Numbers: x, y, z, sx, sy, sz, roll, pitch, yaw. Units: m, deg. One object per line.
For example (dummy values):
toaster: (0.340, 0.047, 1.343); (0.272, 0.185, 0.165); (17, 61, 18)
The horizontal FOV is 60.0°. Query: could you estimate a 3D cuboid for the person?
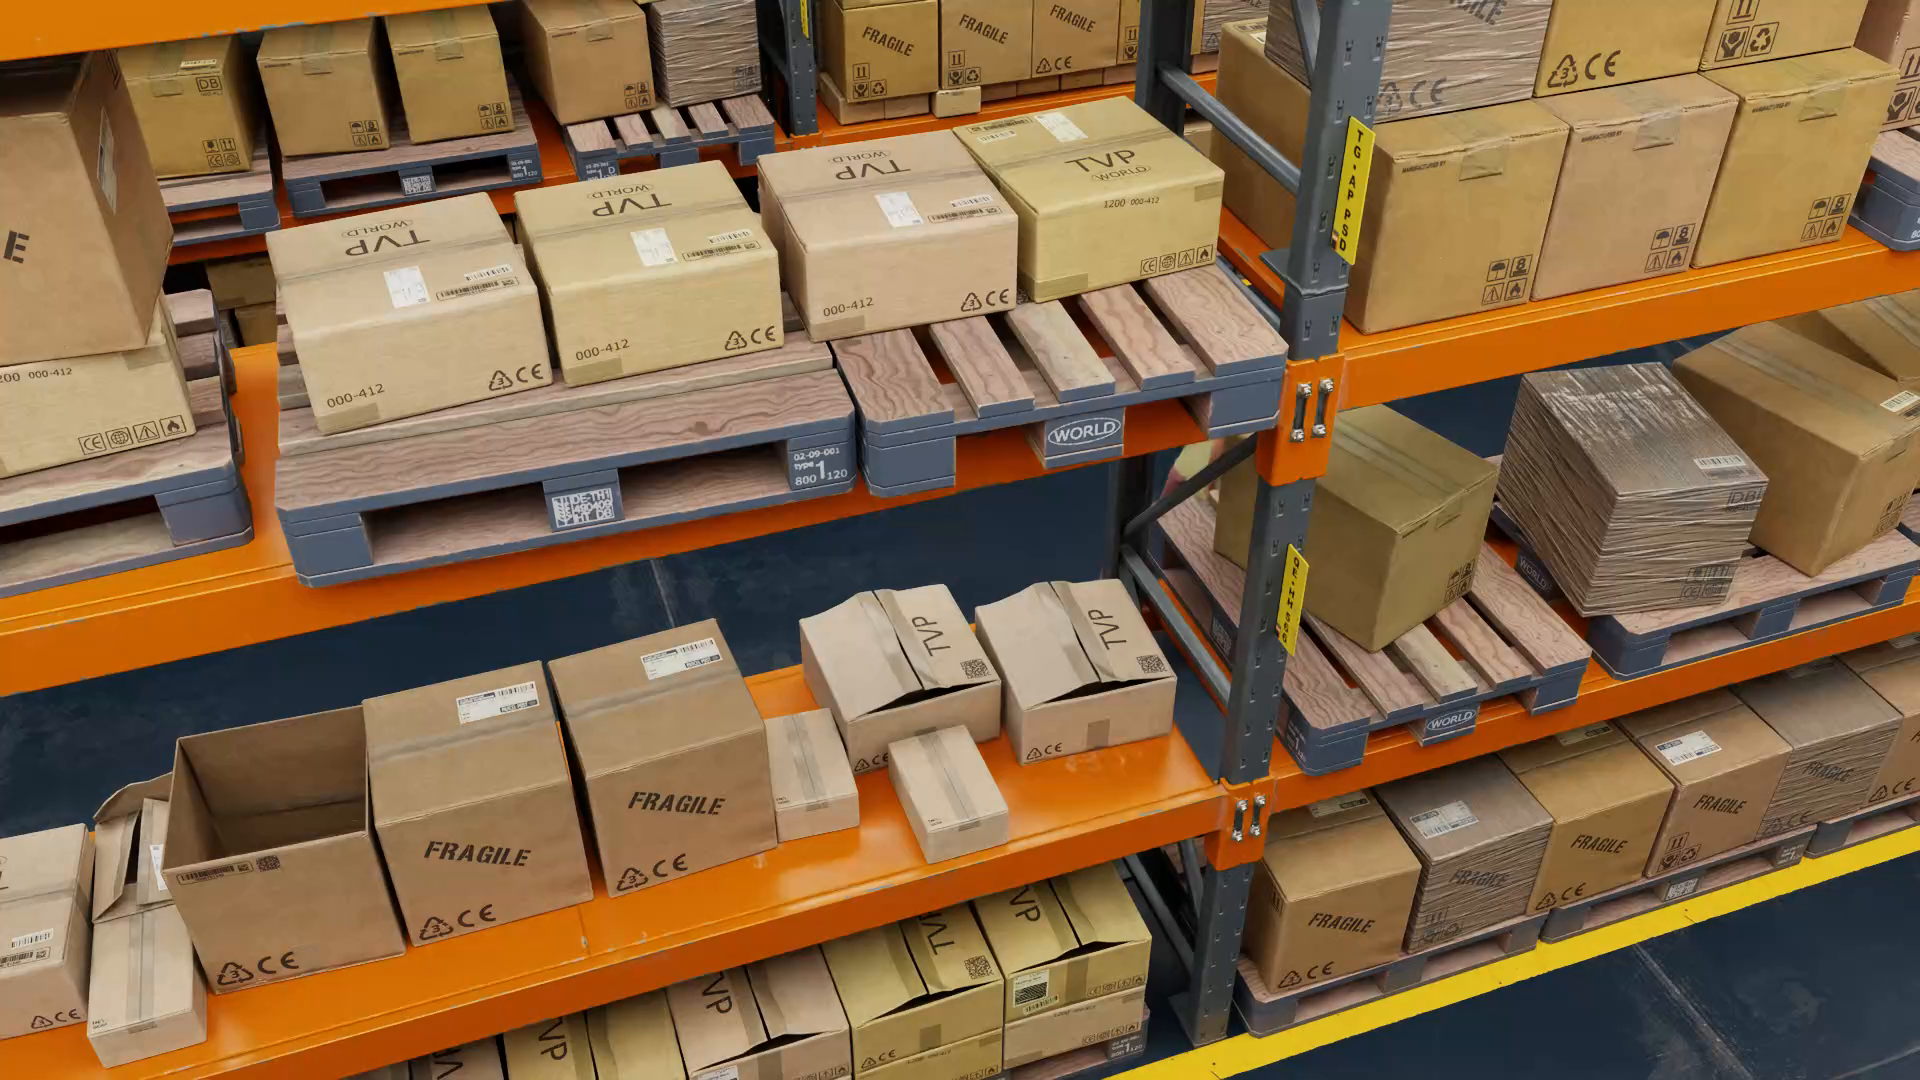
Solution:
person: (1.056, -0.214, 7.117); (0.913, 1.600, 0.571); (-15, 40, -19)
